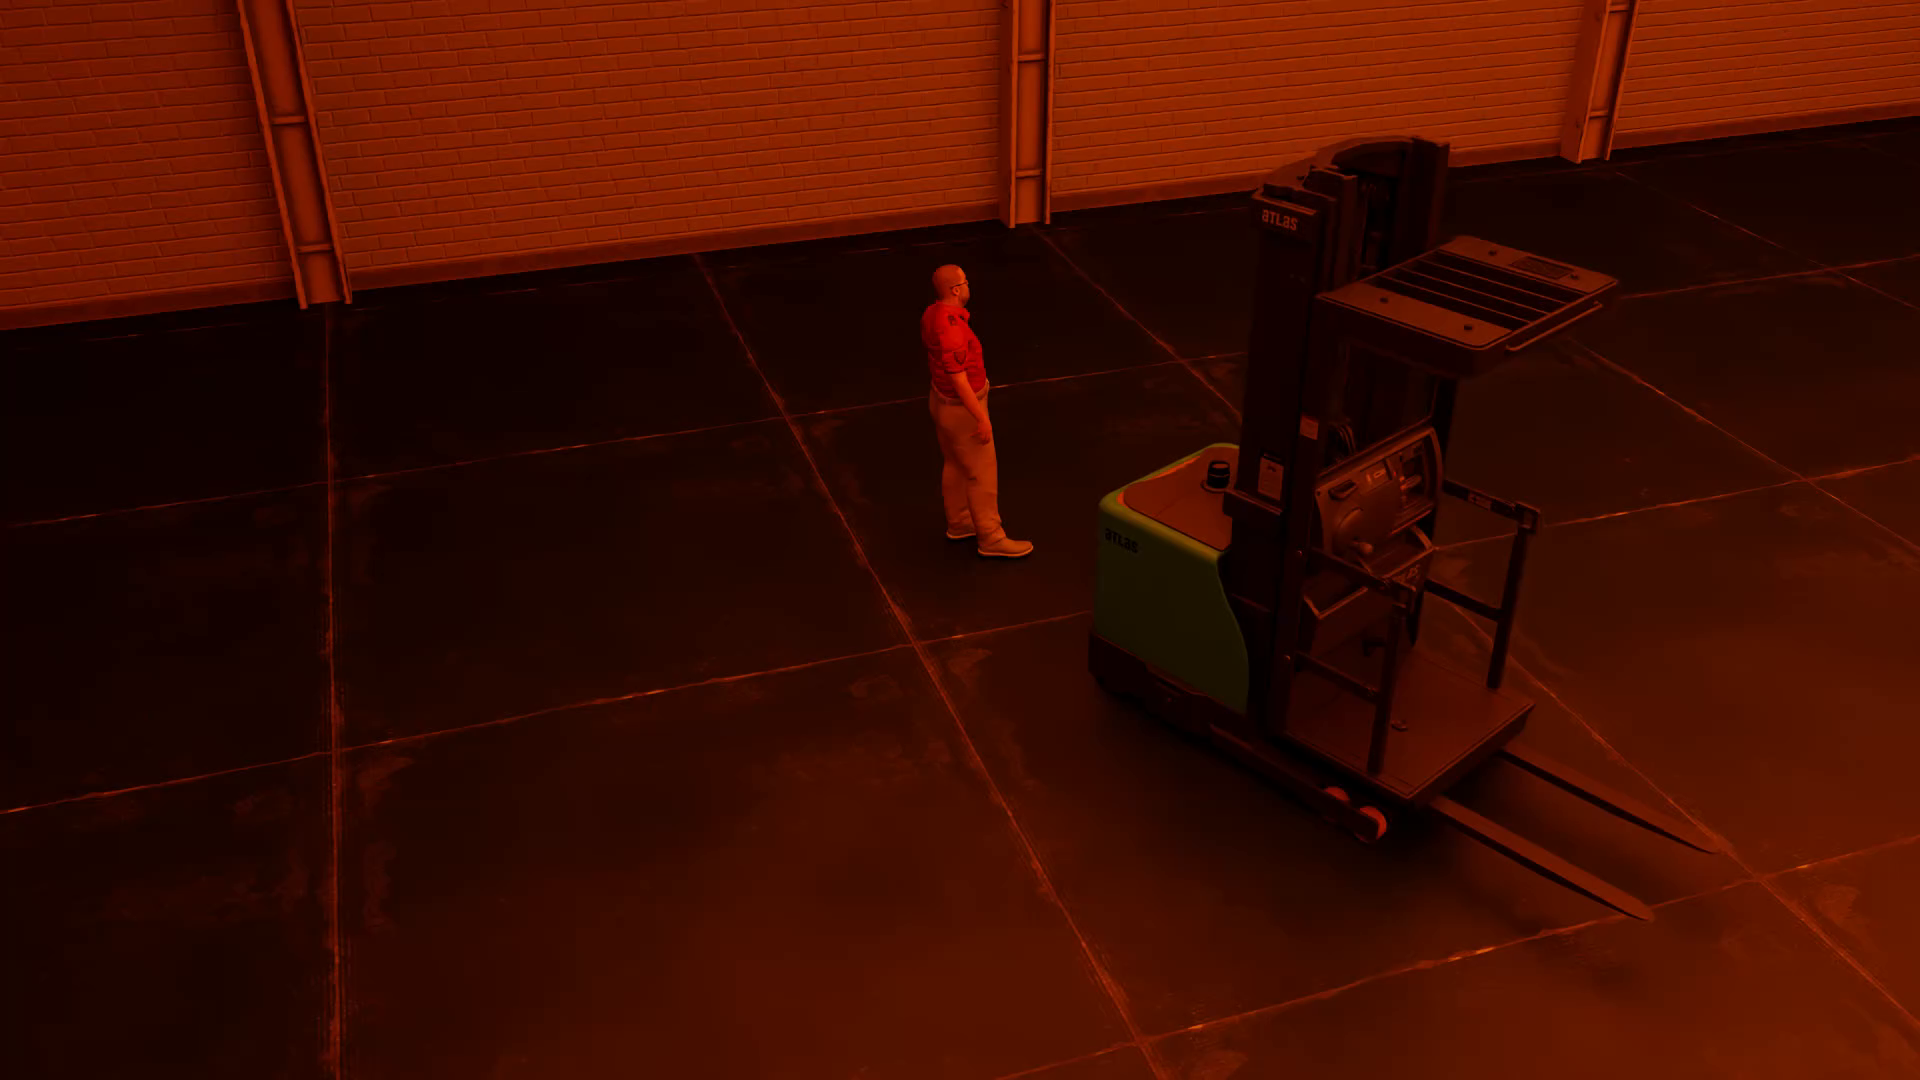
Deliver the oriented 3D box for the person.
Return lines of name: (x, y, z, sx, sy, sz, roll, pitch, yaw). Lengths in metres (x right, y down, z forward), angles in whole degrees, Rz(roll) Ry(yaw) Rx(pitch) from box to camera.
person: (0.089, -0.765, 9.606, 0.550, 1.728, 0.641, -10, 31, -16)

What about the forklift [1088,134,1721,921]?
forklift: (2.043, -0.175, 7.392, 1.130, 2.935, 3.031, -25, 38, -36)
